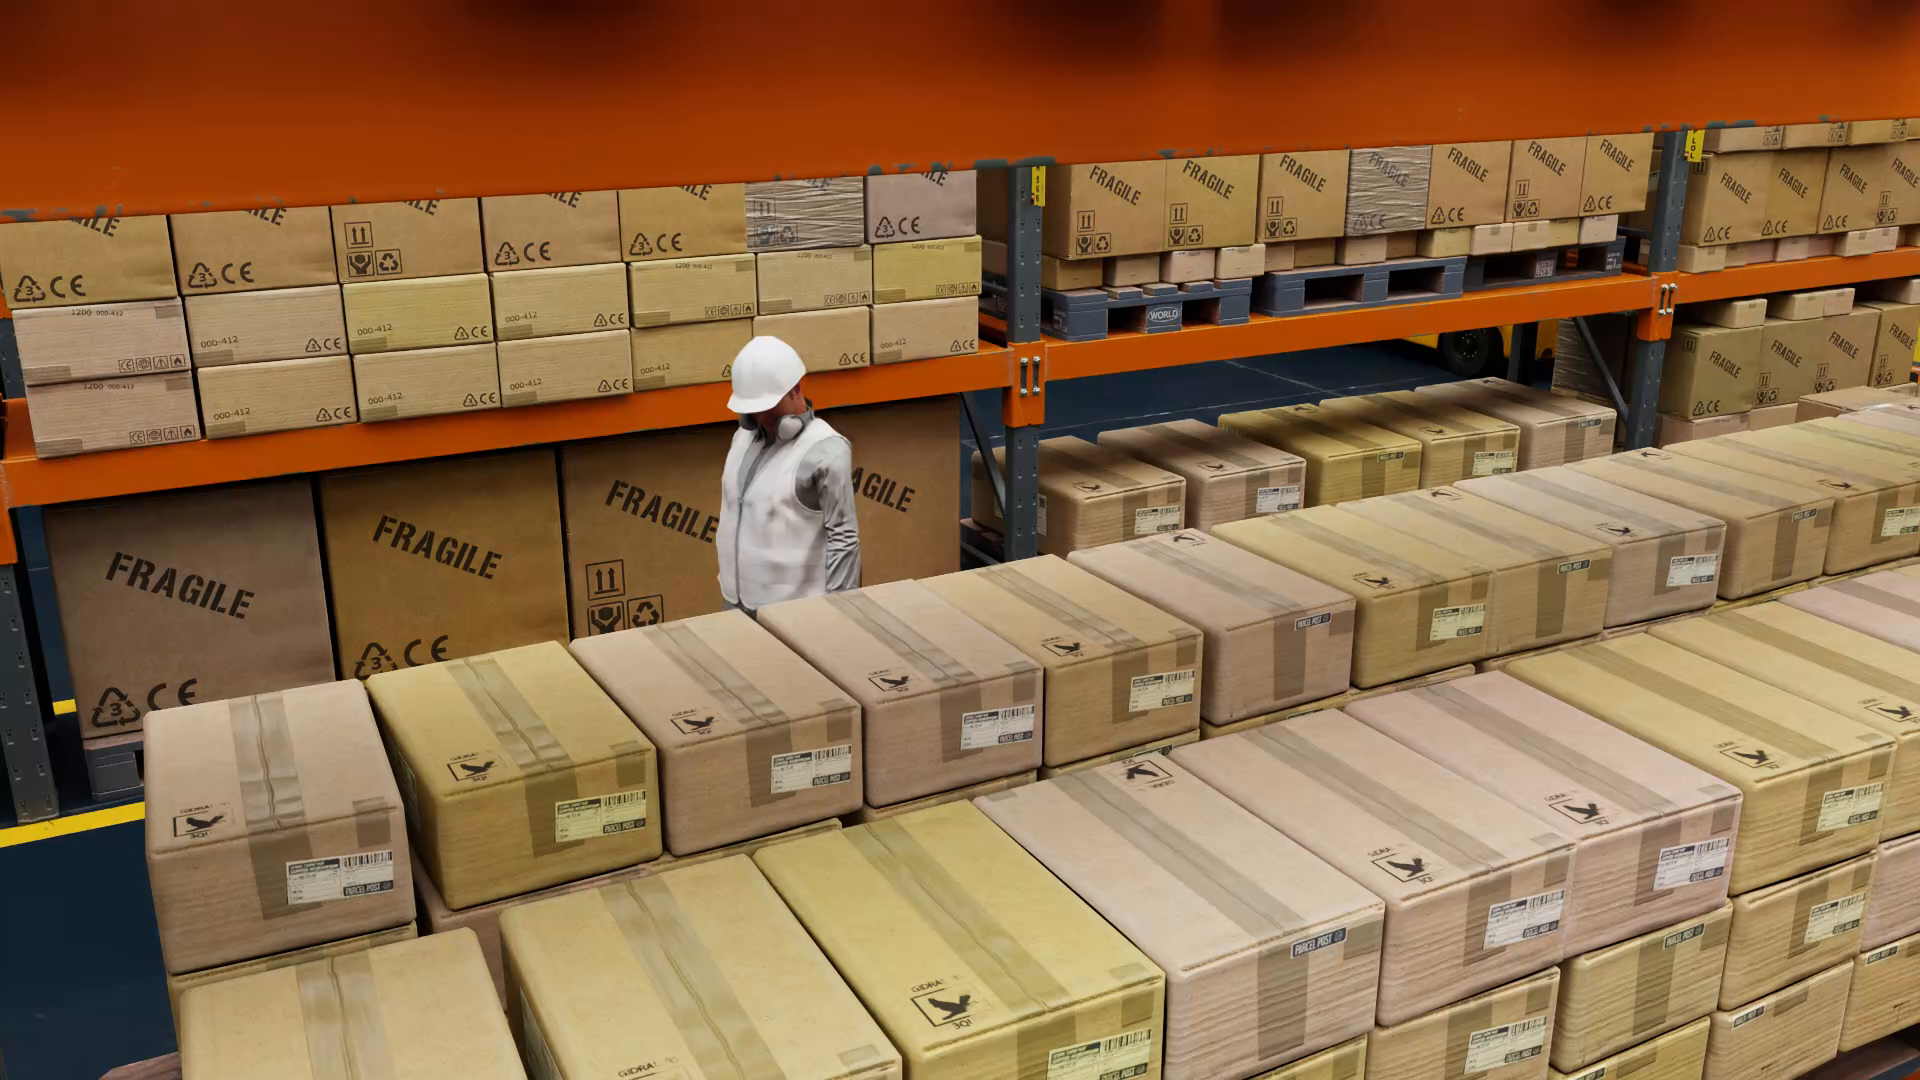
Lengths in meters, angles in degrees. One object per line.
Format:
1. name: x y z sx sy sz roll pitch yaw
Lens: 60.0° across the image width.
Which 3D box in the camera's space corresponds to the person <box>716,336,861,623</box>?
1. person: -0.621 0.206 5.394 0.568 1.748 0.753 17 25 42
